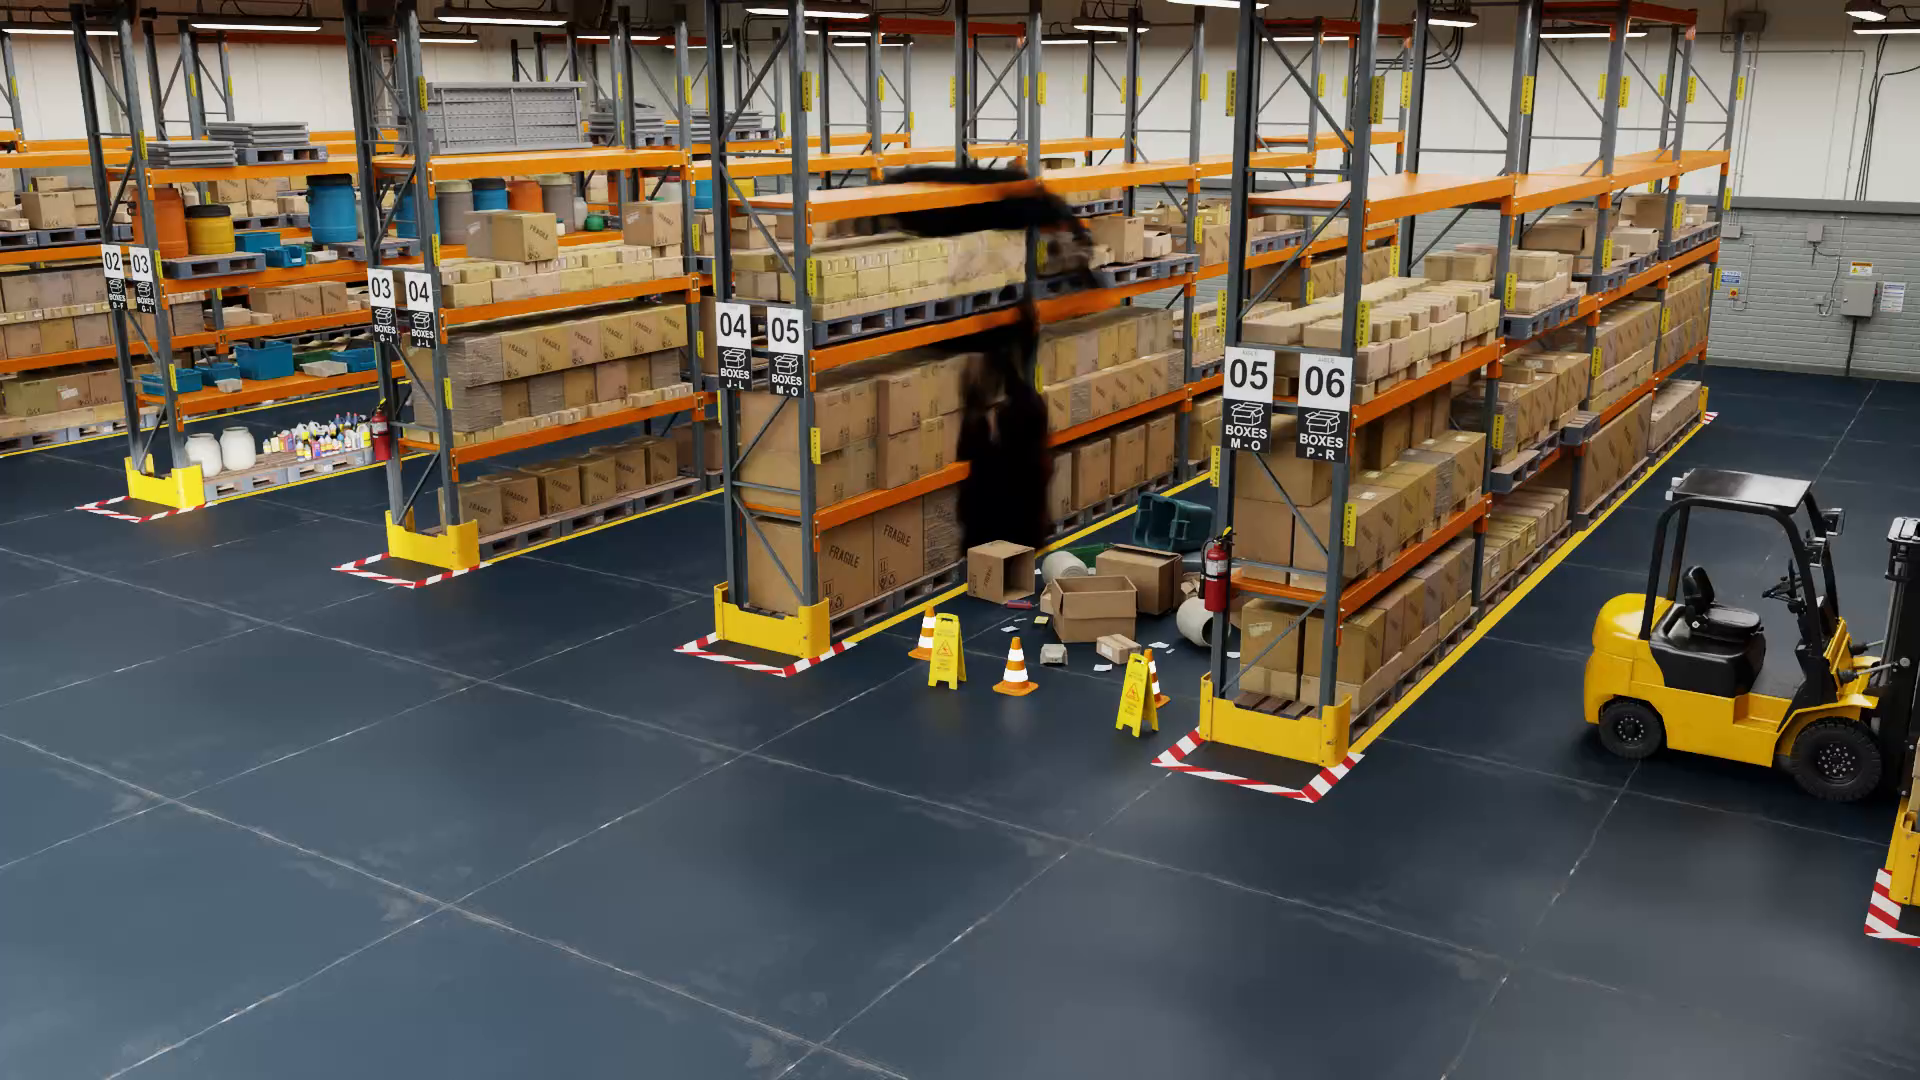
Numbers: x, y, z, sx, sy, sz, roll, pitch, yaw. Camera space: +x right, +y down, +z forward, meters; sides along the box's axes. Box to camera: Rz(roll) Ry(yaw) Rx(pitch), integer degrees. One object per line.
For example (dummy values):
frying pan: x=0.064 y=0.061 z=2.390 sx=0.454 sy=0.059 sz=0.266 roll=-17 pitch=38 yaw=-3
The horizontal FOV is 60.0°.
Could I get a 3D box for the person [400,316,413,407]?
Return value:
person: x=-8.840 y=-3.030 z=27.072 sx=0.583 sy=1.635 sz=0.894 roll=6 pitch=17 yaw=21
